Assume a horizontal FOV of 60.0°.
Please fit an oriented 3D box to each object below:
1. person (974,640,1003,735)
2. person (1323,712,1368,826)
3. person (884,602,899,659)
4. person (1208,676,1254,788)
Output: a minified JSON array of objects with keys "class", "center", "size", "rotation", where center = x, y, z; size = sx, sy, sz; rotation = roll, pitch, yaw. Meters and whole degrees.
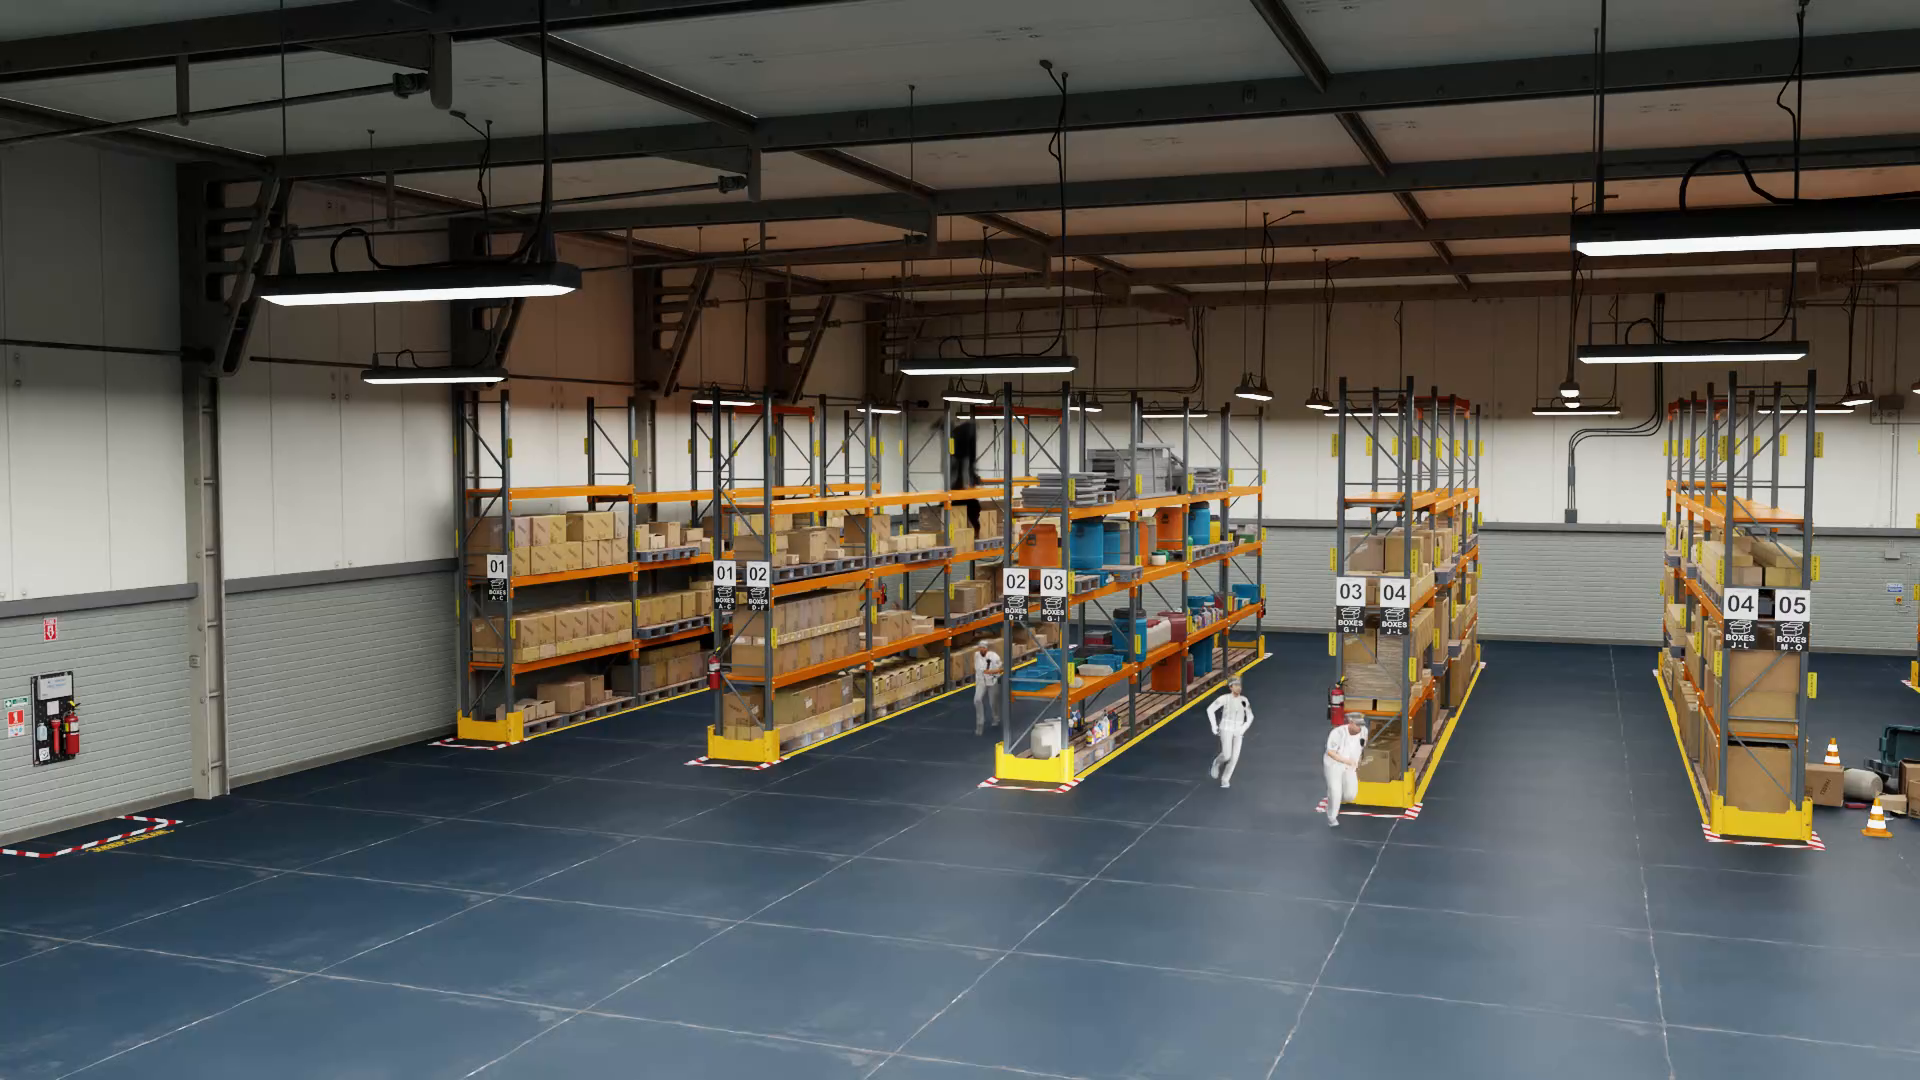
[{"class":"person","center":[0.506,2.580,29.419],"size":[0.604,1.680,0.916],"rotation":[1,3,16]},{"class":"person","center":[5.107,3.011,21.913],"size":[0.688,1.570,0.854],"rotation":[-1,3,-19]},{"class":"person","center":[-1.429,2.183,36.883],"size":[0.595,1.579,0.561],"rotation":[1,3,17]},{"class":"person","center":[4.039,2.833,24.645],"size":[0.673,1.635,0.507],"rotation":[-1,3,-13]}]
